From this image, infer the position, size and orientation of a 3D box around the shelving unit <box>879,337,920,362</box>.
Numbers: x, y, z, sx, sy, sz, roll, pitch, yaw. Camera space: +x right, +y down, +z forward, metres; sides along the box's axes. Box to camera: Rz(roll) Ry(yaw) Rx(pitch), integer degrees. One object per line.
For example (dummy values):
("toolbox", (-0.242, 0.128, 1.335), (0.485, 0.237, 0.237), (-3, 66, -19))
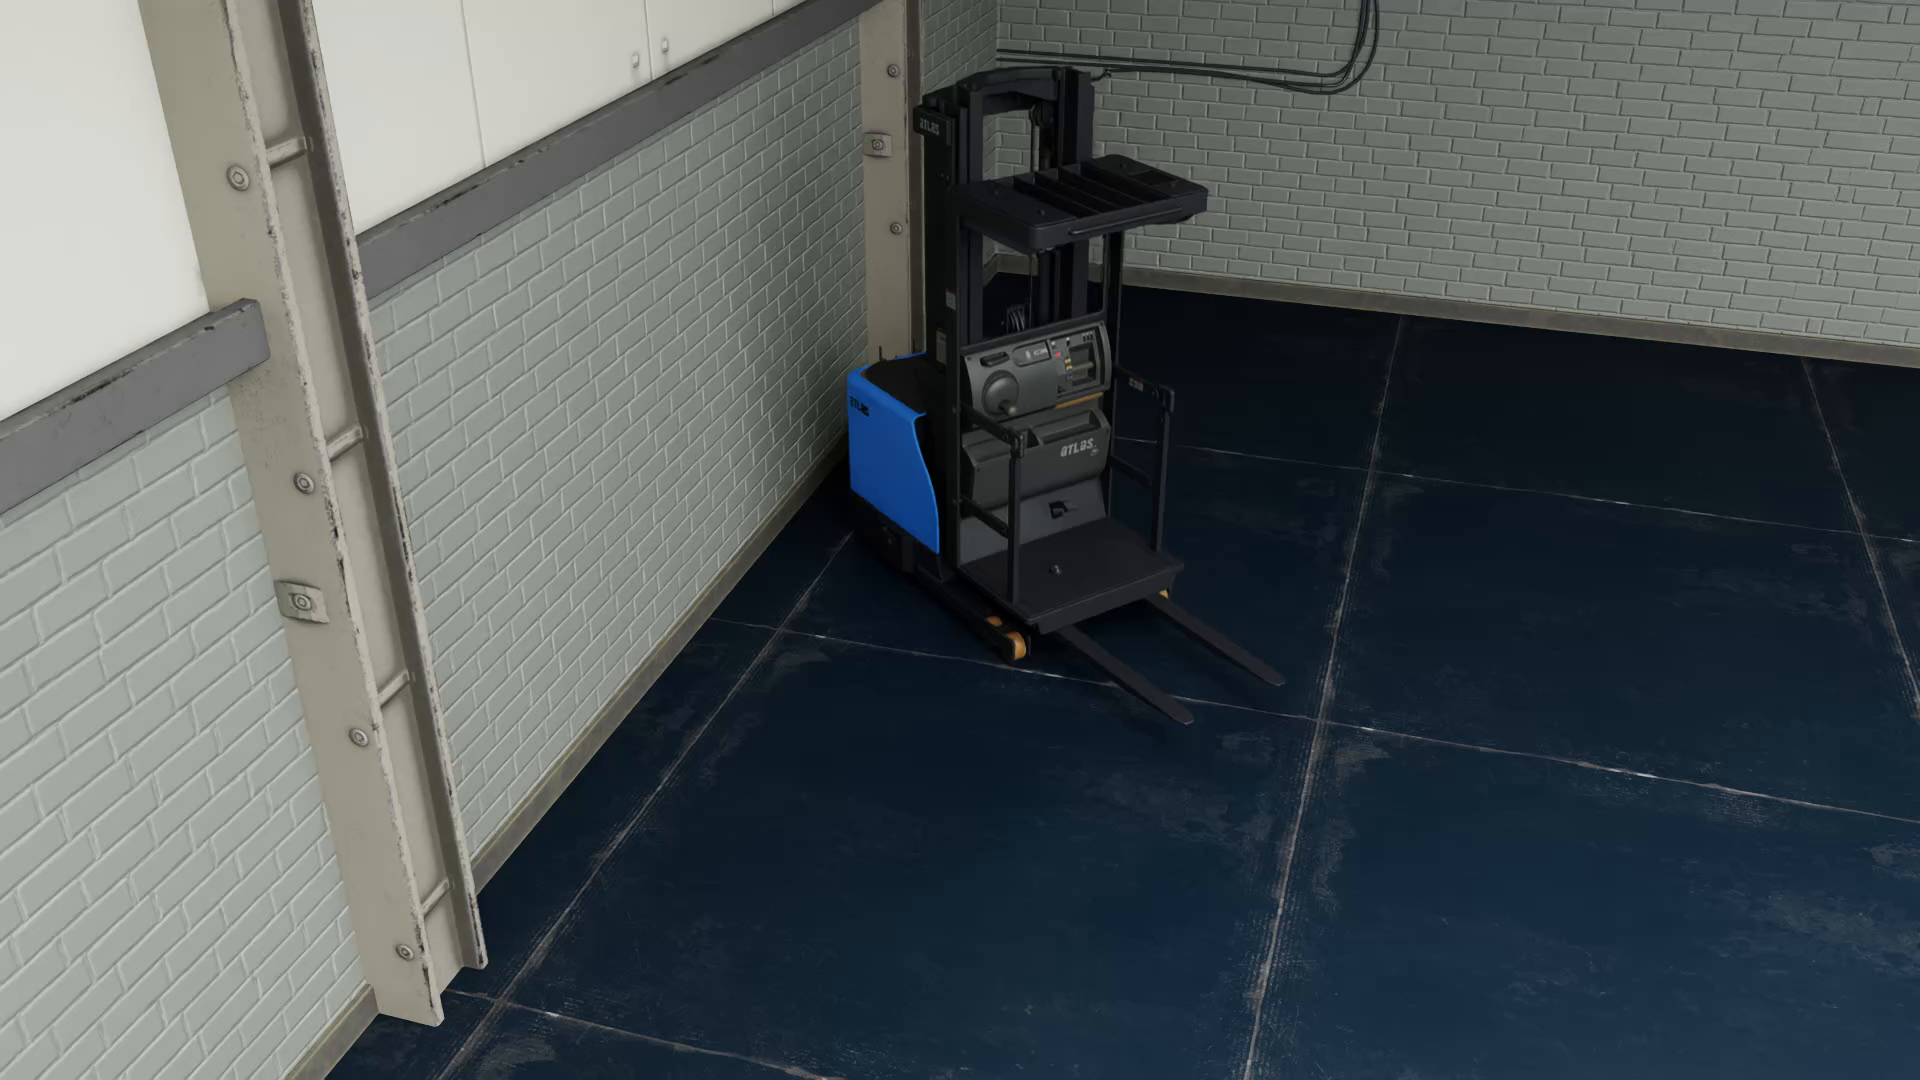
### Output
("shelving unit", (-0.337, -0.729, 10.481), (0.252, 1.050, 0.215), (-19, 34, -30))

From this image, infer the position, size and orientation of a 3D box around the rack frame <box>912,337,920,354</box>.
("rack frame", (-0.237, -0.763, 10.542), (0.008, 1.050, 0.200), (-19, 34, -30))

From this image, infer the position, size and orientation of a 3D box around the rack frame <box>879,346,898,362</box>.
("rack frame", (-0.438, -0.696, 10.421), (0.008, 1.050, 0.200), (-19, 34, -30))

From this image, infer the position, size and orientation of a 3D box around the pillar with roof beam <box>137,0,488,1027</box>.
("pillar with roof beam", (1.916, -1.465, 3.628), (9.100, 9.000, 0.400), (8, 30, 15))

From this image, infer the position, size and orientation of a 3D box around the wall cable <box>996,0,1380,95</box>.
("wall cable", (1.691, -4.691, 12.621), (3.097, 2.526, 0.112), (8, 30, 15))

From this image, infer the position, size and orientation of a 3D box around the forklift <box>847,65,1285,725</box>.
("forklift", (0.546, -0.883, 8.821), (1.130, 2.935, 3.031), (-18, 34, -29))

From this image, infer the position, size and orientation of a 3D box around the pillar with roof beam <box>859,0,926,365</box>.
("pillar with roof beam", (3.677, -4.254, 8.640), (9.100, 9.000, 0.400), (8, 30, 15))
